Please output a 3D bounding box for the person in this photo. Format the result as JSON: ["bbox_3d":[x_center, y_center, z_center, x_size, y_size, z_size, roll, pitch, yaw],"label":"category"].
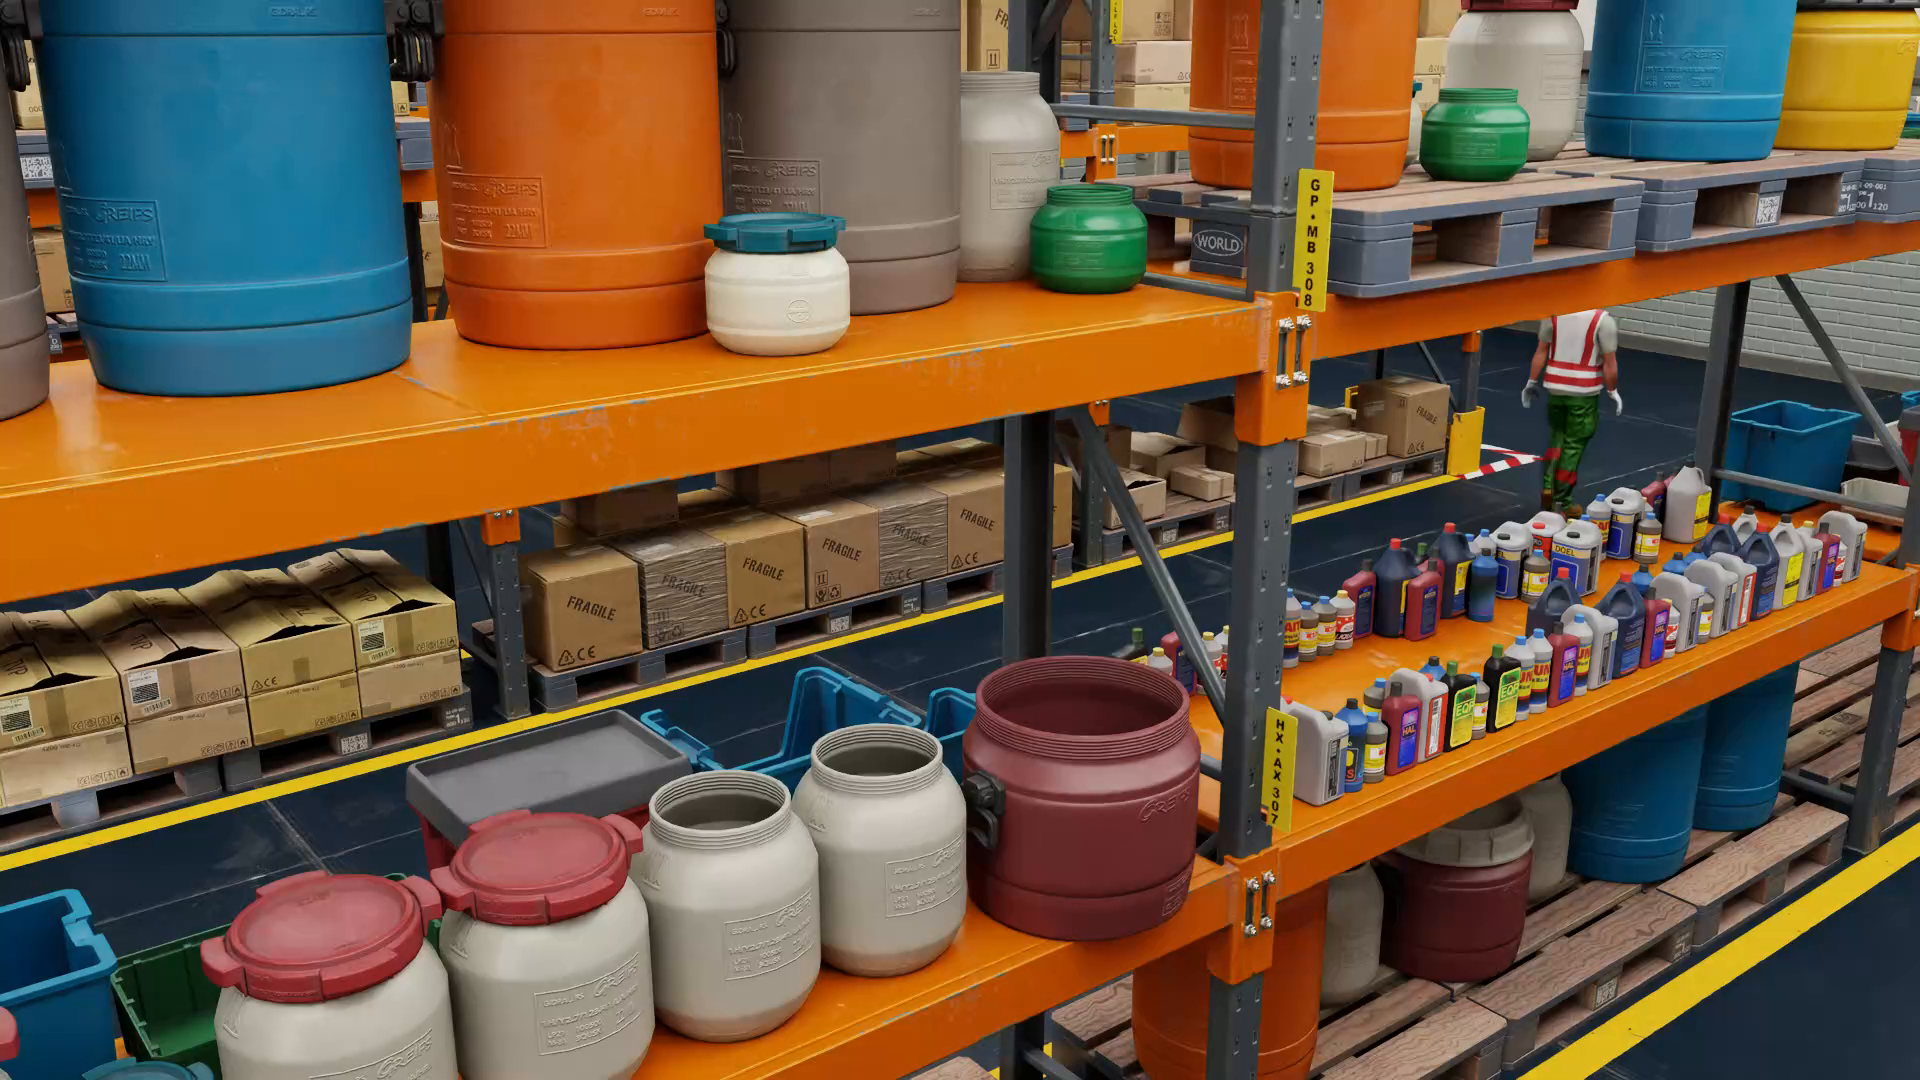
[{"bbox_3d":[4.347,-1.035,11.757,0.462,1.826,0.629,-15,23,-39],"label":"person"}]
